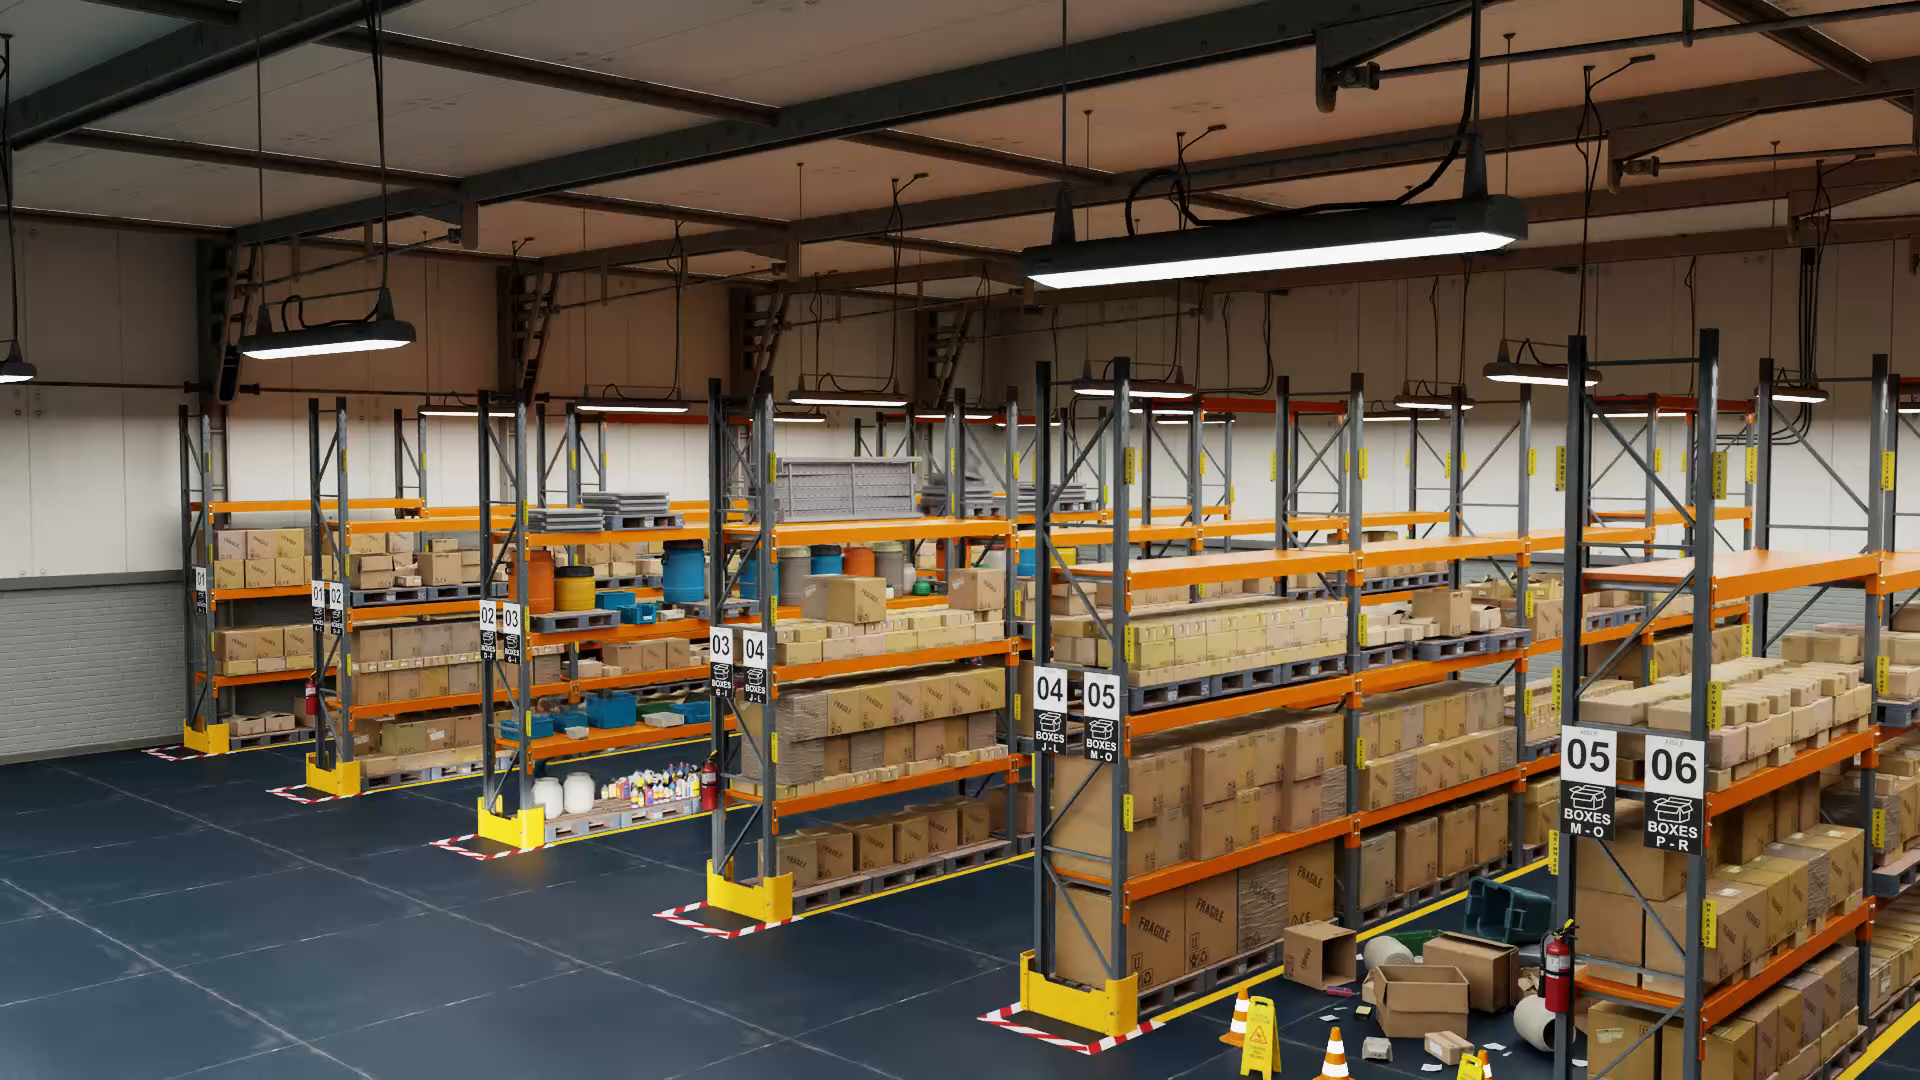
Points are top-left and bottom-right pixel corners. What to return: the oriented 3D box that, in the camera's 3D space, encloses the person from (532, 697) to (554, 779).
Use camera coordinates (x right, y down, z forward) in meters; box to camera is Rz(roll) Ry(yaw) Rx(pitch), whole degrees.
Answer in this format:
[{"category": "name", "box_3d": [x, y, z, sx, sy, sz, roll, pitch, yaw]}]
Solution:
[{"category": "person", "box_3d": [-6.101, 3.098, 24.247, 0.516, 1.574, 0.608, 3, 4, 41]}]
